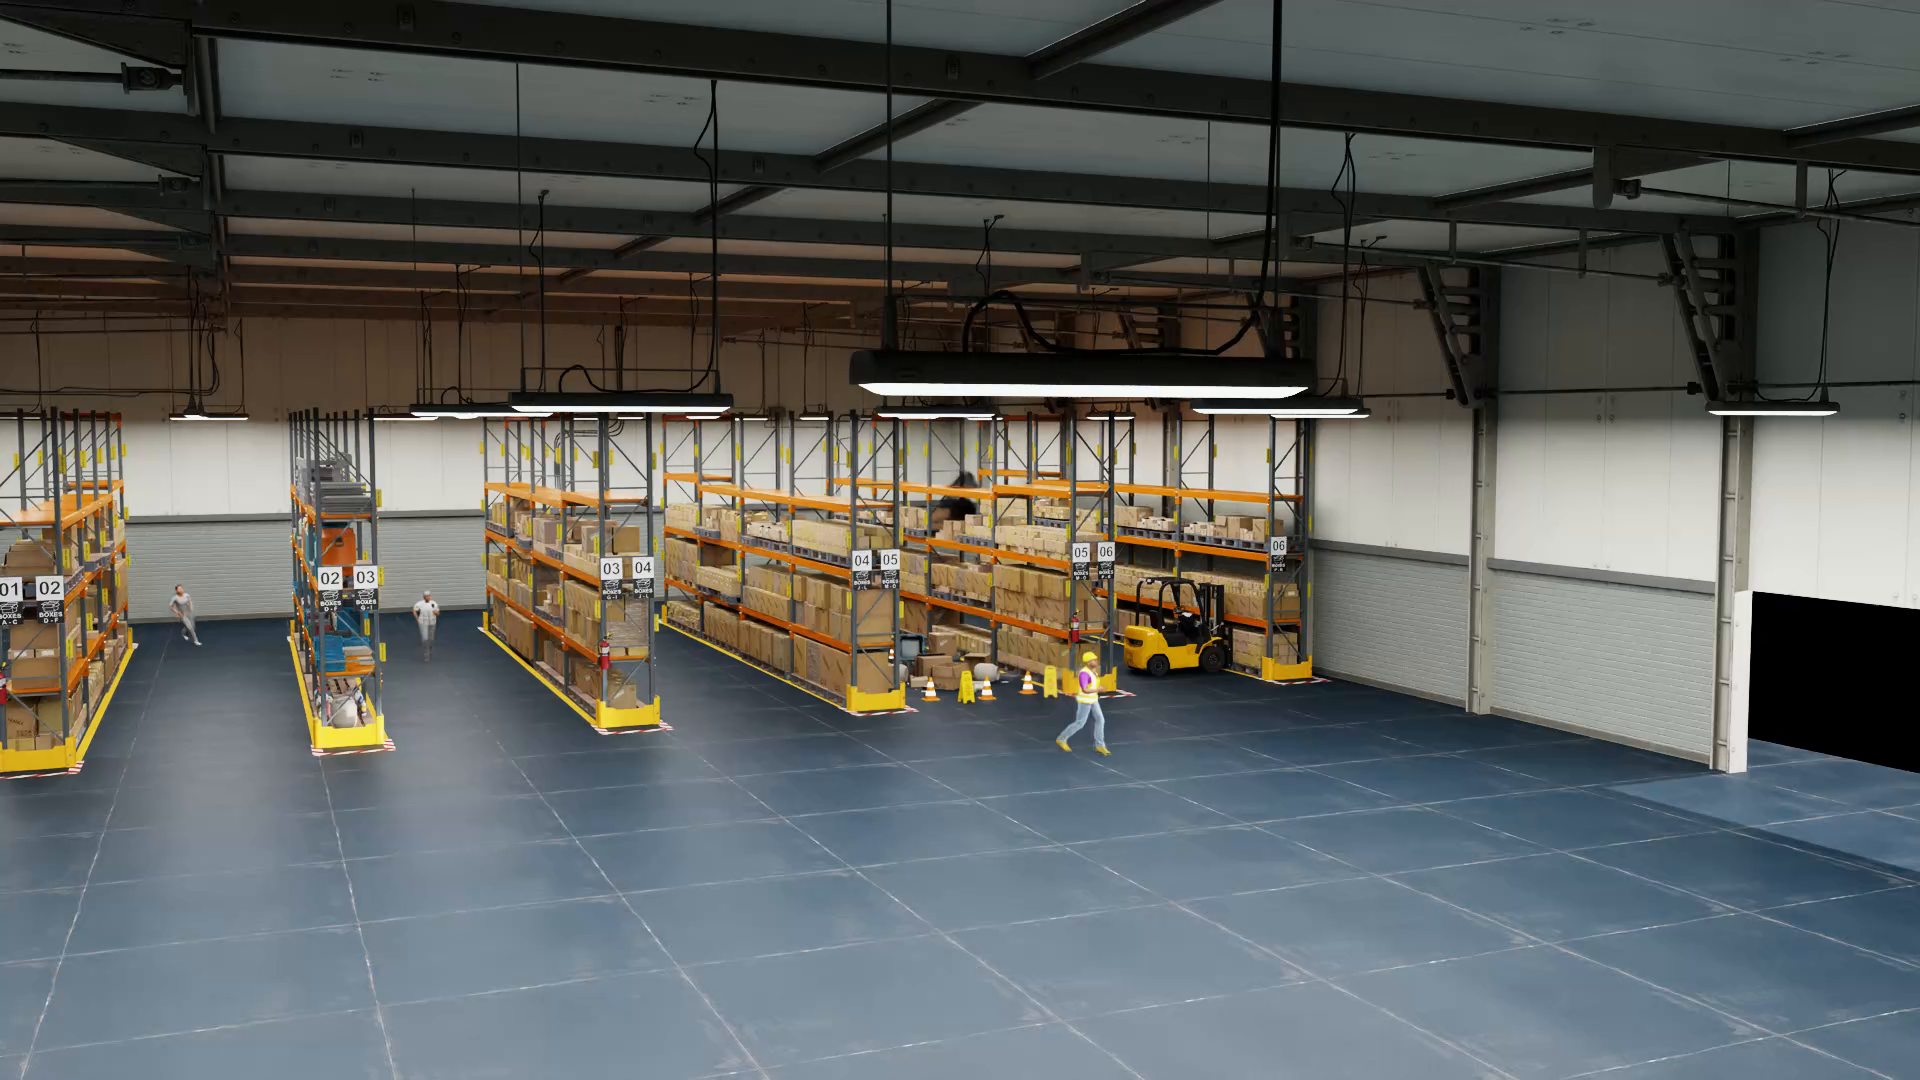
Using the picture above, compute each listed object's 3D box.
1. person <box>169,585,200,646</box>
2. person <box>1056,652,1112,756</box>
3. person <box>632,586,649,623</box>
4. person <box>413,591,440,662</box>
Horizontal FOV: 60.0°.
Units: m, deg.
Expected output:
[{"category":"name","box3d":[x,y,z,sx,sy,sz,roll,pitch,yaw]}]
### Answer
[{"category":"person","box3d":[-20.066,1.935,42.874,0.735,1.589,0.626,3,5,36]},{"category":"person","box3d":[2.158,2.825,28.734,0.948,1.801,0.712,2,4,23]},{"category":"person","box3d":[-8.542,1.734,44.728,0.662,1.728,0.576,-2,5,-30]},{"category":"person","box3d":[-12.870,2.079,40.200,0.589,1.717,0.720,-2,5,-32]}]
